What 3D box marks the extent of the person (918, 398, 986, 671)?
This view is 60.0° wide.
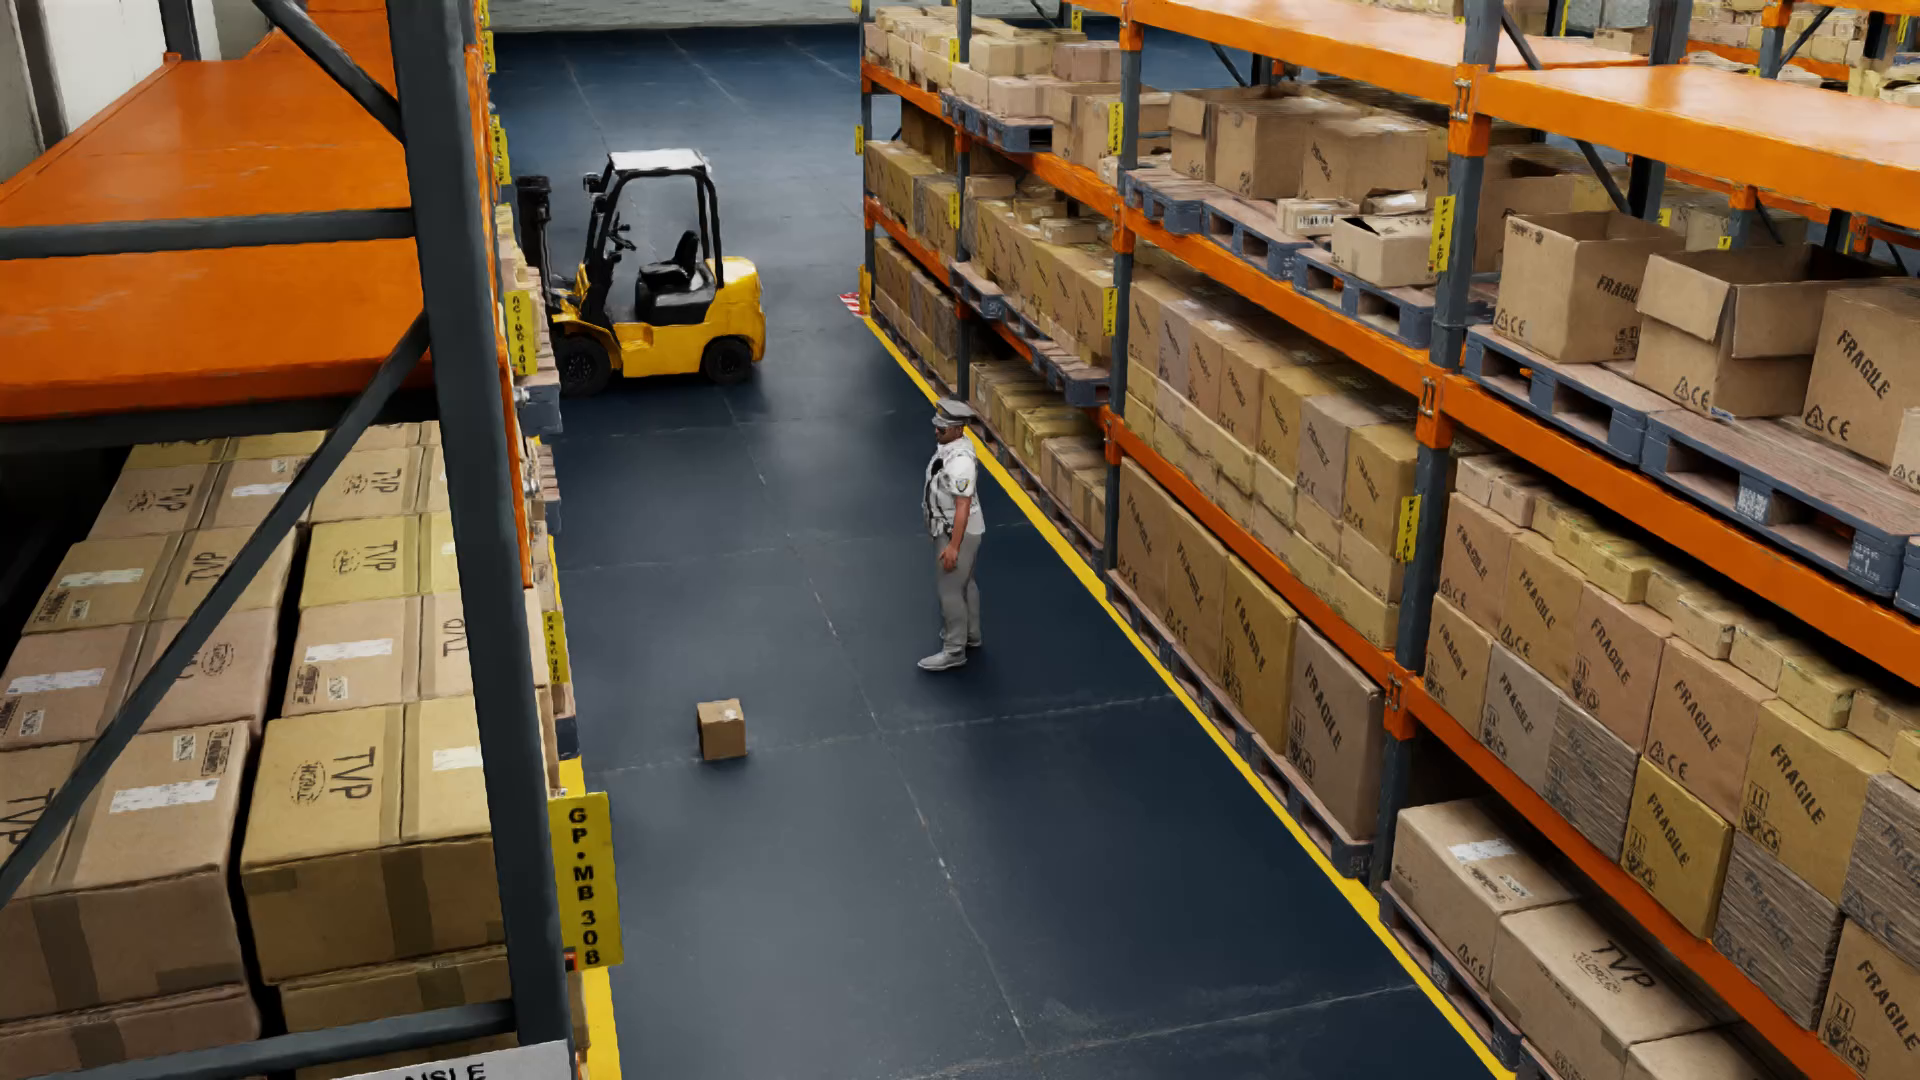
[{"bbox_3d":[-0.059,-0.055,10.645,0.439,1.762,0.628,-1,23,-2],"label":"person"}]
